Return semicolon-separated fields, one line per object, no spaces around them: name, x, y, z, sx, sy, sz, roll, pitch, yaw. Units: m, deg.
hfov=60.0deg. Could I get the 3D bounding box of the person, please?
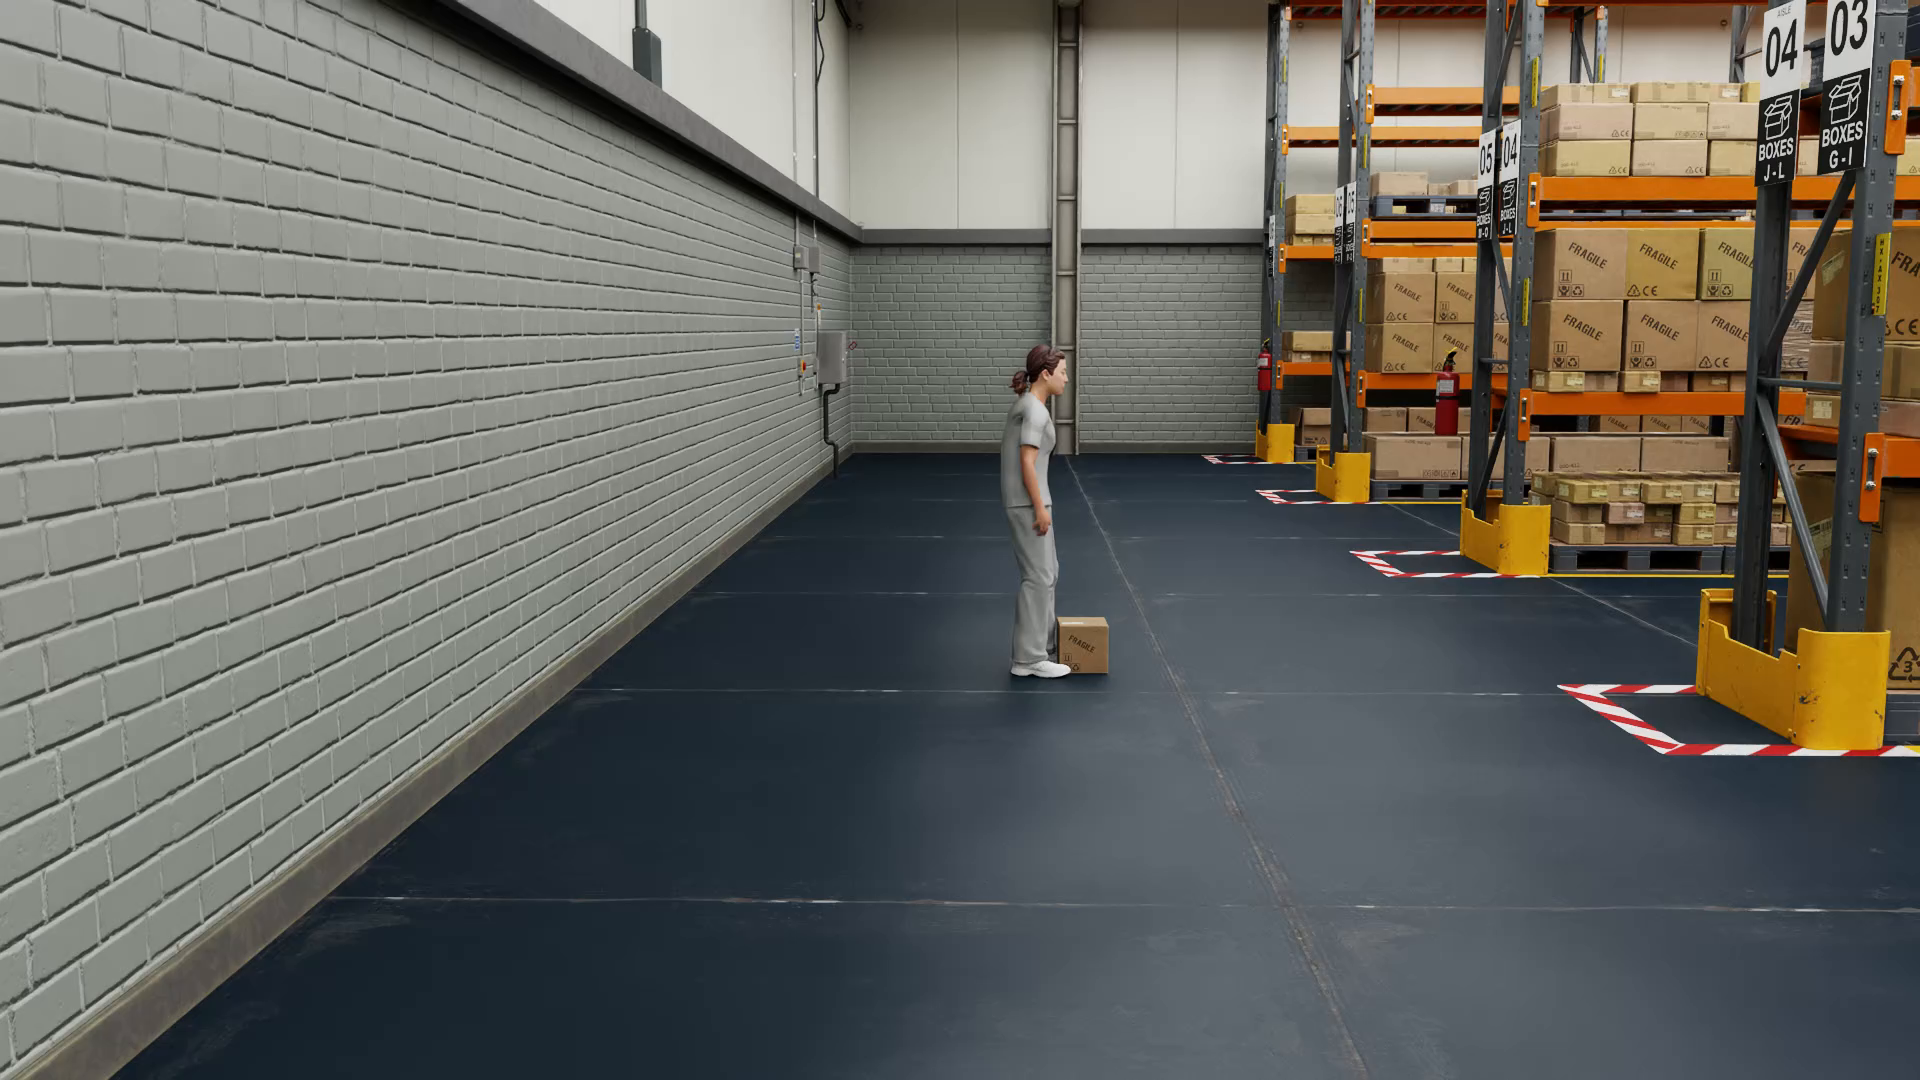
person;0.410;-0.160;8.524;0.406;1.673;0.486;0;7;2
